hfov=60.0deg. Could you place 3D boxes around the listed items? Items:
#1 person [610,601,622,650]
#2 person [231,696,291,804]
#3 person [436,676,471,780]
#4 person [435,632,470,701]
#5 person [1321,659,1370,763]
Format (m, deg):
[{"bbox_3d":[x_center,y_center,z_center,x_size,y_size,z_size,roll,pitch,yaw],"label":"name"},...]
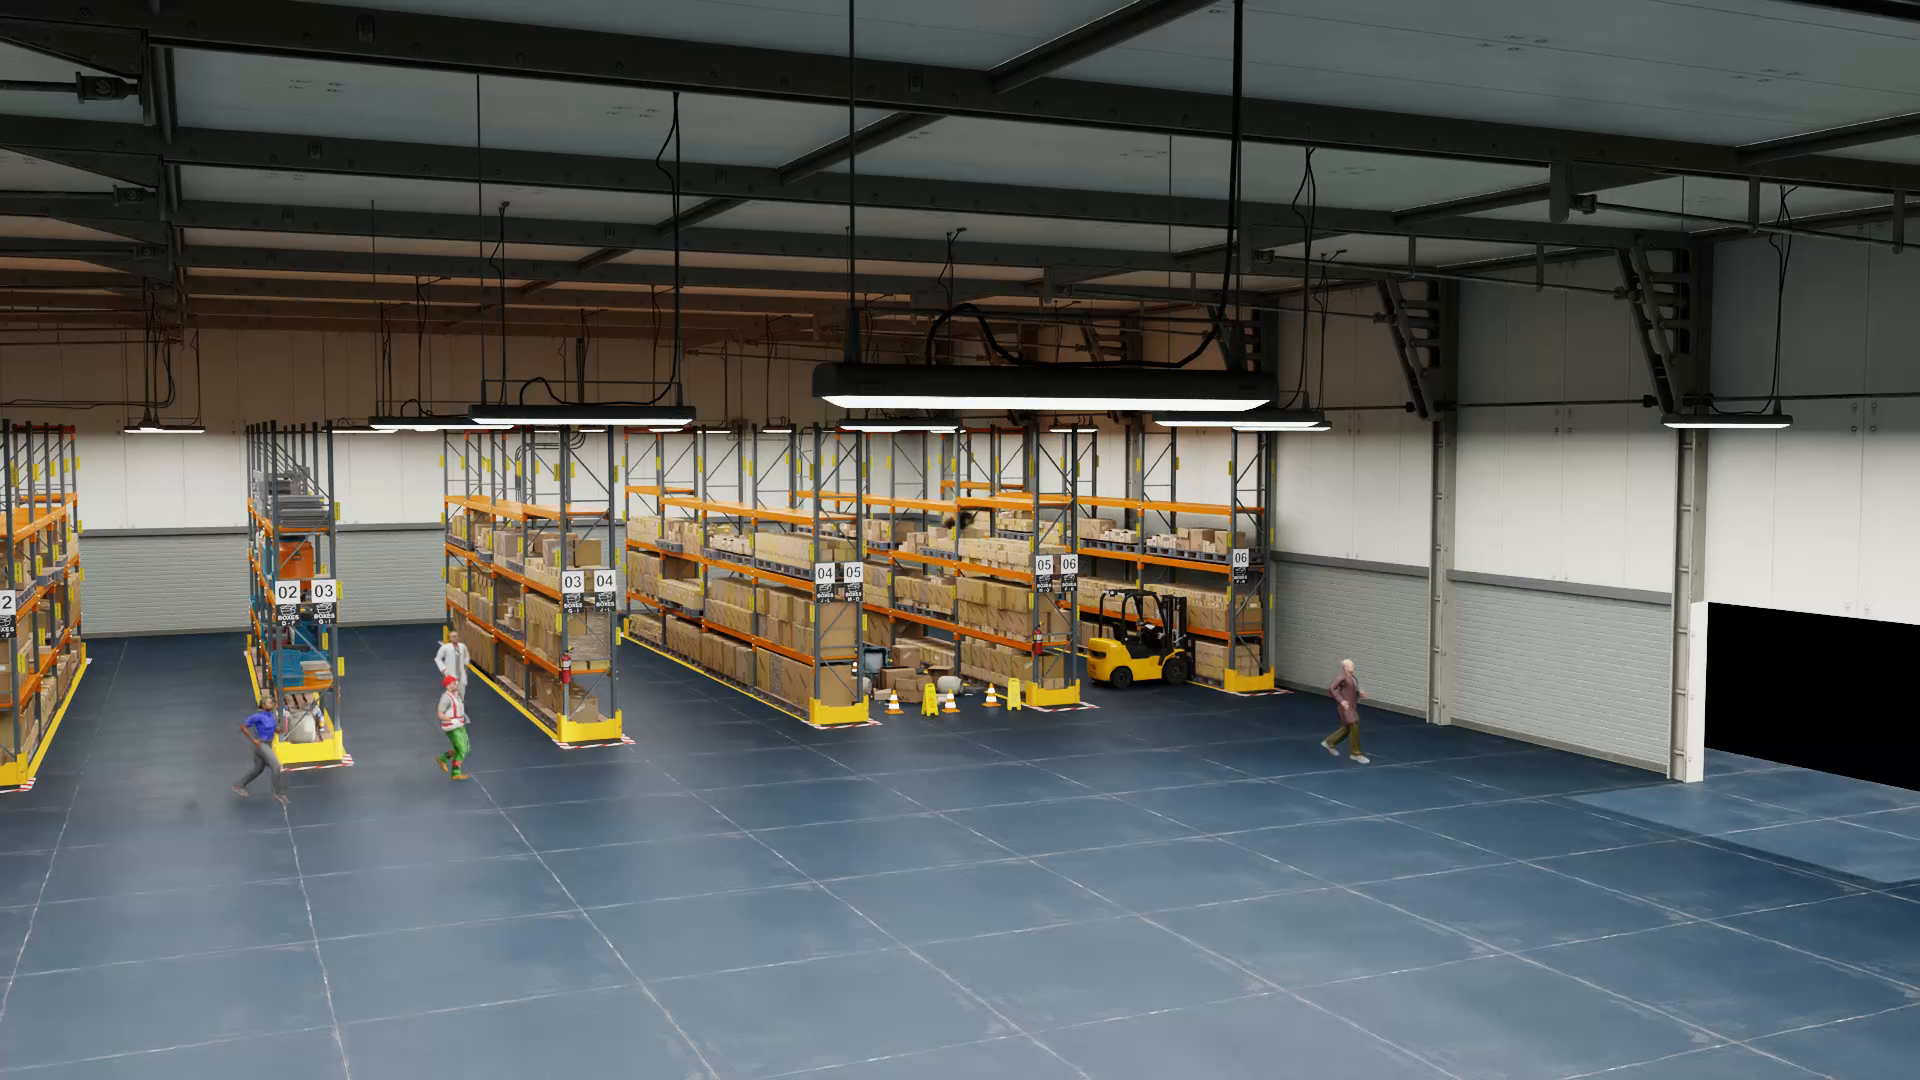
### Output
[{"bbox_3d":[-9.208,2.168,43.840,0.580,1.664,0.645,-1,4,-20],"label":"person"},{"bbox_3d":[-10.906,3.290,25.978,0.934,1.708,0.544,0,4,-4],"label":"person"},{"bbox_3d":[-8.464,3.123,27.671,0.621,1.735,0.653,0,4,6],"label":"person"},{"bbox_3d":[-10.345,2.738,34.031,0.709,1.737,0.640,-3,5,-39],"label":"person"},{"bbox_3d":[6.798,2.995,29.288,0.922,1.793,0.705,2,4,30],"label":"person"}]
